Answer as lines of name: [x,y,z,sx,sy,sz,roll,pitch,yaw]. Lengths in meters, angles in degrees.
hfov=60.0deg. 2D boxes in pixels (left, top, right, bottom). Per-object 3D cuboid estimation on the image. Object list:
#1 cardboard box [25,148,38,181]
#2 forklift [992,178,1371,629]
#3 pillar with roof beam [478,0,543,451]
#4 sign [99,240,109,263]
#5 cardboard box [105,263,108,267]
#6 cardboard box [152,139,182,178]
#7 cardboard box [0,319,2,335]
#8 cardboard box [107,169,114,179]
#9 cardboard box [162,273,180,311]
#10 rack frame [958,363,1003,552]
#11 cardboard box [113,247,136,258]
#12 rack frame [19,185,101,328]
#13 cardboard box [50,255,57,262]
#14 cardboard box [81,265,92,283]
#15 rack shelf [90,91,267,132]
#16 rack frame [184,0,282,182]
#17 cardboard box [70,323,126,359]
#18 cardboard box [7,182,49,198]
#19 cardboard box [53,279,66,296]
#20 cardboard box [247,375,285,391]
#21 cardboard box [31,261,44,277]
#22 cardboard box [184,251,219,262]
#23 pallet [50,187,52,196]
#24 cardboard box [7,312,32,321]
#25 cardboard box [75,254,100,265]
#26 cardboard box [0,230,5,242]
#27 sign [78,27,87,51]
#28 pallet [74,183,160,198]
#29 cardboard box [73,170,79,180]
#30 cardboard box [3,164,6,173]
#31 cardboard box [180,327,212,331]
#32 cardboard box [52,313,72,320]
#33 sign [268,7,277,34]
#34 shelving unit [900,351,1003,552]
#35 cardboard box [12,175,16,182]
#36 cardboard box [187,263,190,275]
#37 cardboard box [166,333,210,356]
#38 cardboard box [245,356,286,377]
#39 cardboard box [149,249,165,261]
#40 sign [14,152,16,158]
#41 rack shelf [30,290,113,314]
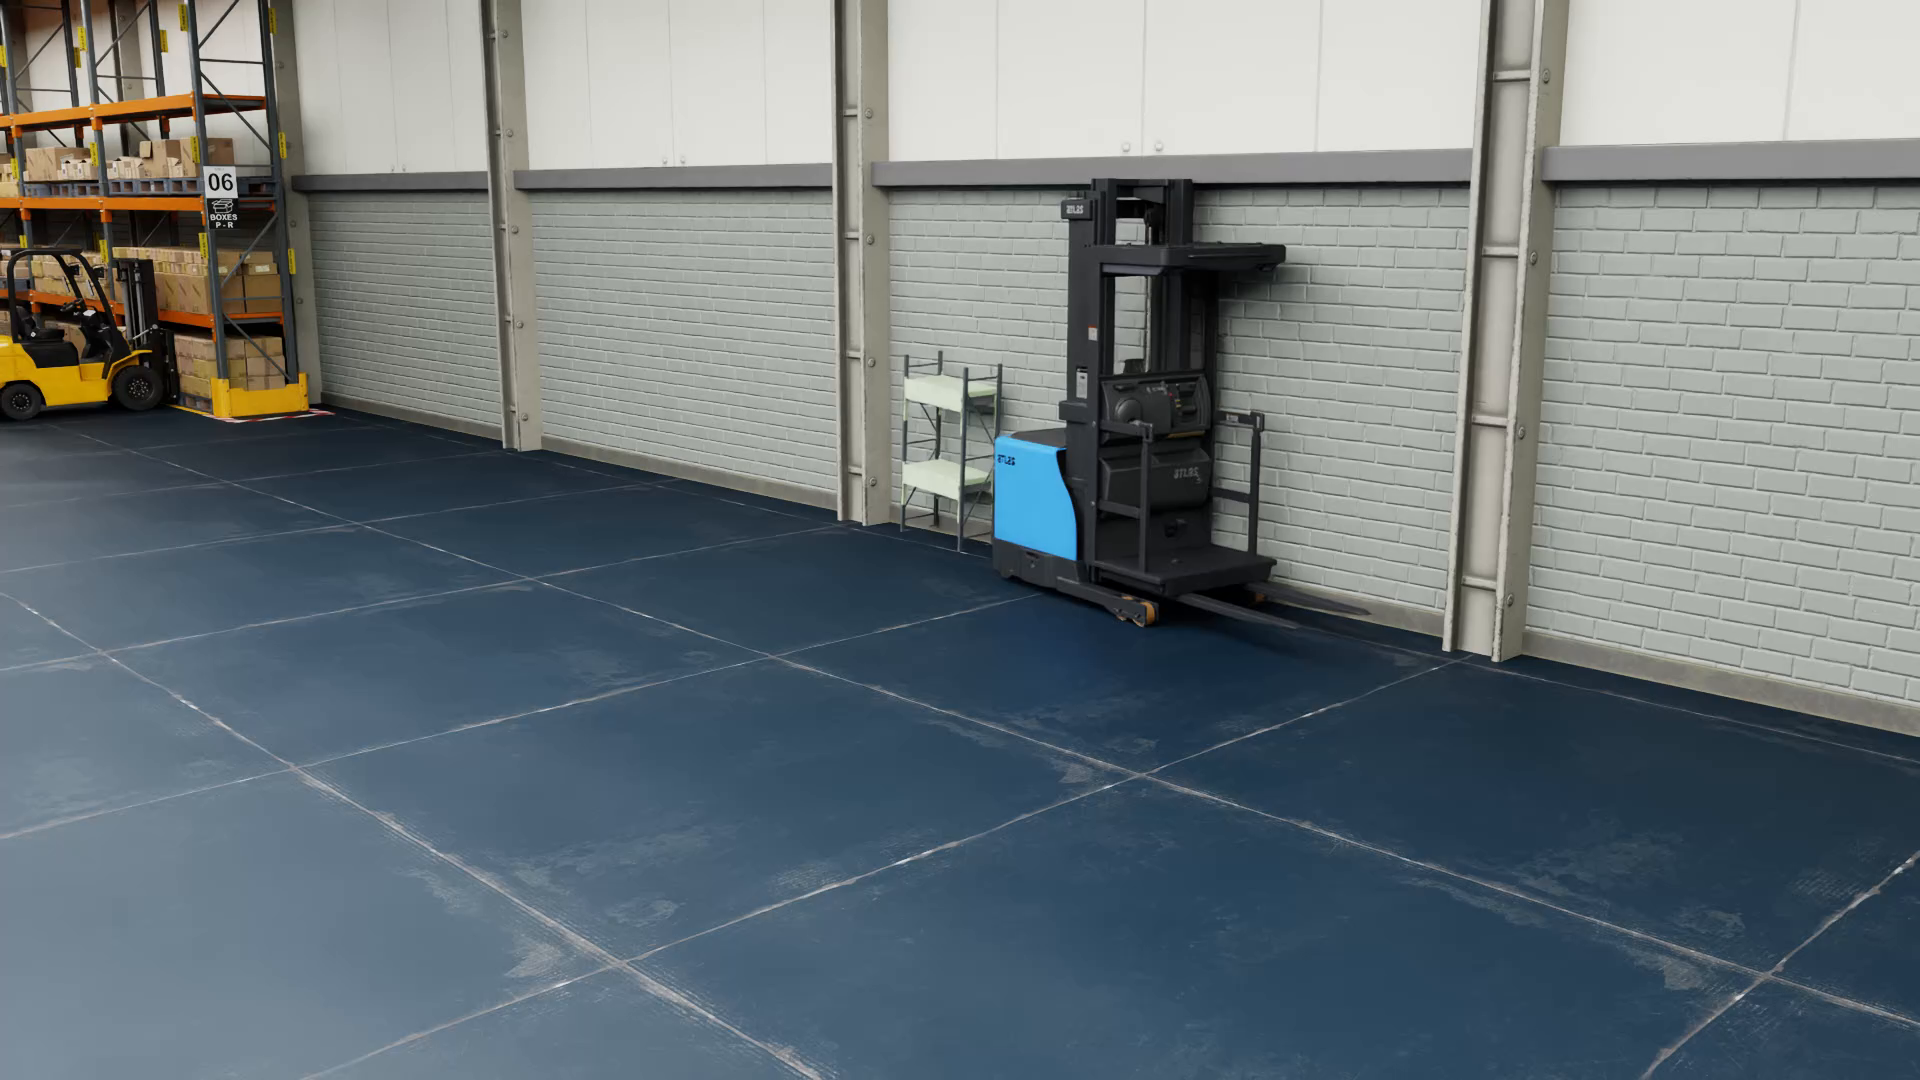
cardboard box: [-14.503,-5.966,26.466,0.500,0.500,0.500,-11,16,-42]
forklift: [1.484,-0.967,11.343,1.130,2.935,3.031,-8,14,-33]
pillar with roof beam: [-8.101,-4.855,15.178,9.100,9.000,0.400,-11,16,-43]
sign: [-12.450,-4.200,24.193,0.100,0.325,0.005,-11,16,-43]
cardboard box: [-12.461,-4.135,24.692,0.380,0.149,0.250,-10,15,-41]
cardboard box: [-10.419,-5.132,22.419,0.700,0.500,0.500,-11,16,-42]
cardboard box: [-16.701,-3.646,29.331,0.500,0.500,0.500,11,16,43]
cardboard box: [-11.974,-5.242,23.823,0.380,0.149,0.250,-10,16,-41]
cardboard box: [-10.537,-3.401,22.740,0.500,0.500,0.500,-11,16,-44]
rack frame: [0.161,-0.658,13.367,0.400,1.500,0.023,-12,21,-40]
cardboard box: [-12.059,-4.174,24.144,0.380,0.149,0.250,-10,16,-41]
rack frame: [-14.827,-4.333,27.509,1.000,3.000,0.127,-11,16,-43]
cardboard box: [-14.249,-4.503,26.479,0.380,0.149,0.250,-11,16,-42]
cardboard box: [-12.949,-4.031,25.175,0.500,0.250,0.500,11,16,44]
rack shelf: [-10.683,-5.847,22.767,1.077,0.370,4.000,-11,16,-43]
rack frame: [-9.302,-6.104,21.237,1.000,3.000,0.127,-11,16,-43]
cardboard box: [-13.484,-3.090,26.321,0.625,0.625,0.875,11,16,43]
cardboard box: [-15.357,-5.770,27.421,0.500,0.250,0.500,11,16,43]
cardboard box: [-13.992,-4.012,26.325,0.500,0.250,0.500,11,16,43]
cardboard box: [-9.500,-2.123,22.558,0.500,0.250,0.500,-11,16,-42]
cardboard box: [-14.715,-4.402,26.977,0.500,0.250,0.500,-11,16,-43]
cardboard box: [-10.213,-3.814,22.395,0.380,0.149,0.250,-11,16,-42]
pallet: [-16.471,-6.038,28.817,1.213,0.211,1.003,-11,16,-43]
cardboard box: [-16.246,-3.866,28.790,0.250,0.149,0.380,11,16,42]
cardboard box: [-13.365,-4.317,25.577,0.380,0.149,0.250,-11,16,-42]
cardboard box: [-18.425,-5.611,31.487,0.500,0.500,0.500,11,16,44]
sign: [-12.448,-7.106,23.593,0.100,0.325,0.005,-11,16,-43]
pallet: [-12.683,-5.252,25.008,1.217,0.209,0.805,11,16,43]
cardboard box: [-13.043,-5.468,24.920,0.380,0.149,0.250,-11,16,-43]
cardboard box: [-15.749,-6.206,27.816,0.380,0.149,0.250,-11,16,-43]
cardboard box: [-10.884,-2.905,23.876,0.500,0.250,0.500,-11,16,-42]
cardboard box: [-15.355,-3.819,28.562,0.380,0.149,0.250,-11,16,-42]
sign: [-8.896,-6.715,21.498,0.100,0.325,0.005,-11,16,-43]
shelving unit: [-0.081,-0.739,13.630,0.431,1.500,0.755,-12,21,-40]
cardboard box: [-15.410,-5.983,27.467,0.250,0.149,0.380,11,16,44]
cardboard box: [-10.077,-3.623,22.209,0.380,0.149,0.250,-11,16,-42]
cardboard box: [-10.558,-2.684,22.800,0.500,0.250,0.500,-11,16,-42]
cardboard box: [-9.476,-2.367,22.500,0.500,0.250,0.500,-11,16,-42]
cardboard box: [-11.112,-3.997,23.285,0.380,0.149,0.250,-11,16,-43]
sign: [-17.190,-6.910,30.326,0.100,0.325,0.005,-11,16,-43]
rack shelf: [-13.445,-3.689,26.165,1.077,0.370,4.000,-11,16,-43]
